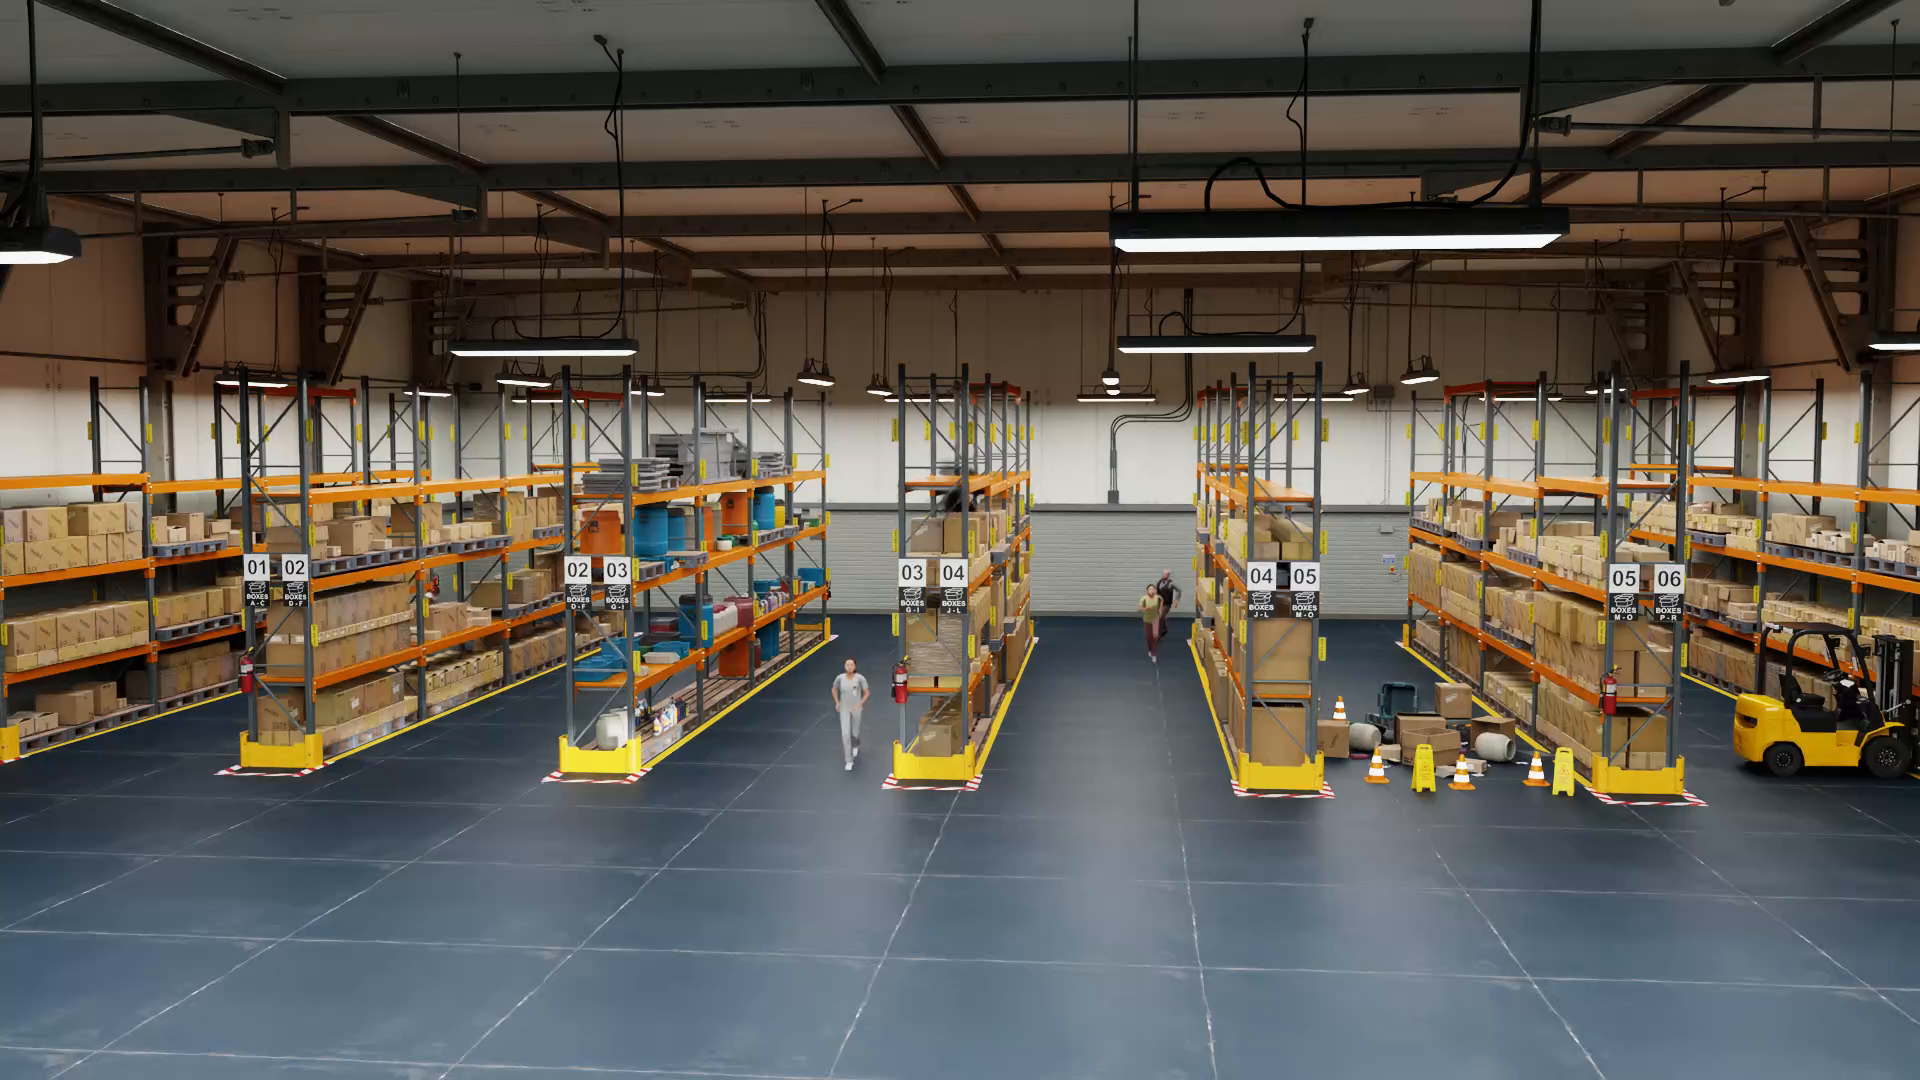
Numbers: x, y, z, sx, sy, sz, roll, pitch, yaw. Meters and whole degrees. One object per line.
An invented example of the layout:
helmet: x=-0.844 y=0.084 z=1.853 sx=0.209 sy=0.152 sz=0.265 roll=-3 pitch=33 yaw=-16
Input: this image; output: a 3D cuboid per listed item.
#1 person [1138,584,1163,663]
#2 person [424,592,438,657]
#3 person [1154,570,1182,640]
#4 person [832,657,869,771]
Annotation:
person: x=4.205 y=1.831 z=36.655 sx=0.563 sy=1.738 sz=0.838 roll=0 pitch=4 yaw=5
person: x=-10.857 y=1.935 z=34.001 sx=0.662 sy=1.744 sz=0.751 roll=0 pitch=4 yaw=6
person: x=4.921 y=1.582 z=39.966 sx=0.855 sy=1.751 sz=0.724 roll=-4 pitch=5 yaw=-44
person: x=-1.647 y=2.579 z=25.047 sx=0.574 sy=1.671 sz=0.816 roll=0 pitch=4 yaw=0
